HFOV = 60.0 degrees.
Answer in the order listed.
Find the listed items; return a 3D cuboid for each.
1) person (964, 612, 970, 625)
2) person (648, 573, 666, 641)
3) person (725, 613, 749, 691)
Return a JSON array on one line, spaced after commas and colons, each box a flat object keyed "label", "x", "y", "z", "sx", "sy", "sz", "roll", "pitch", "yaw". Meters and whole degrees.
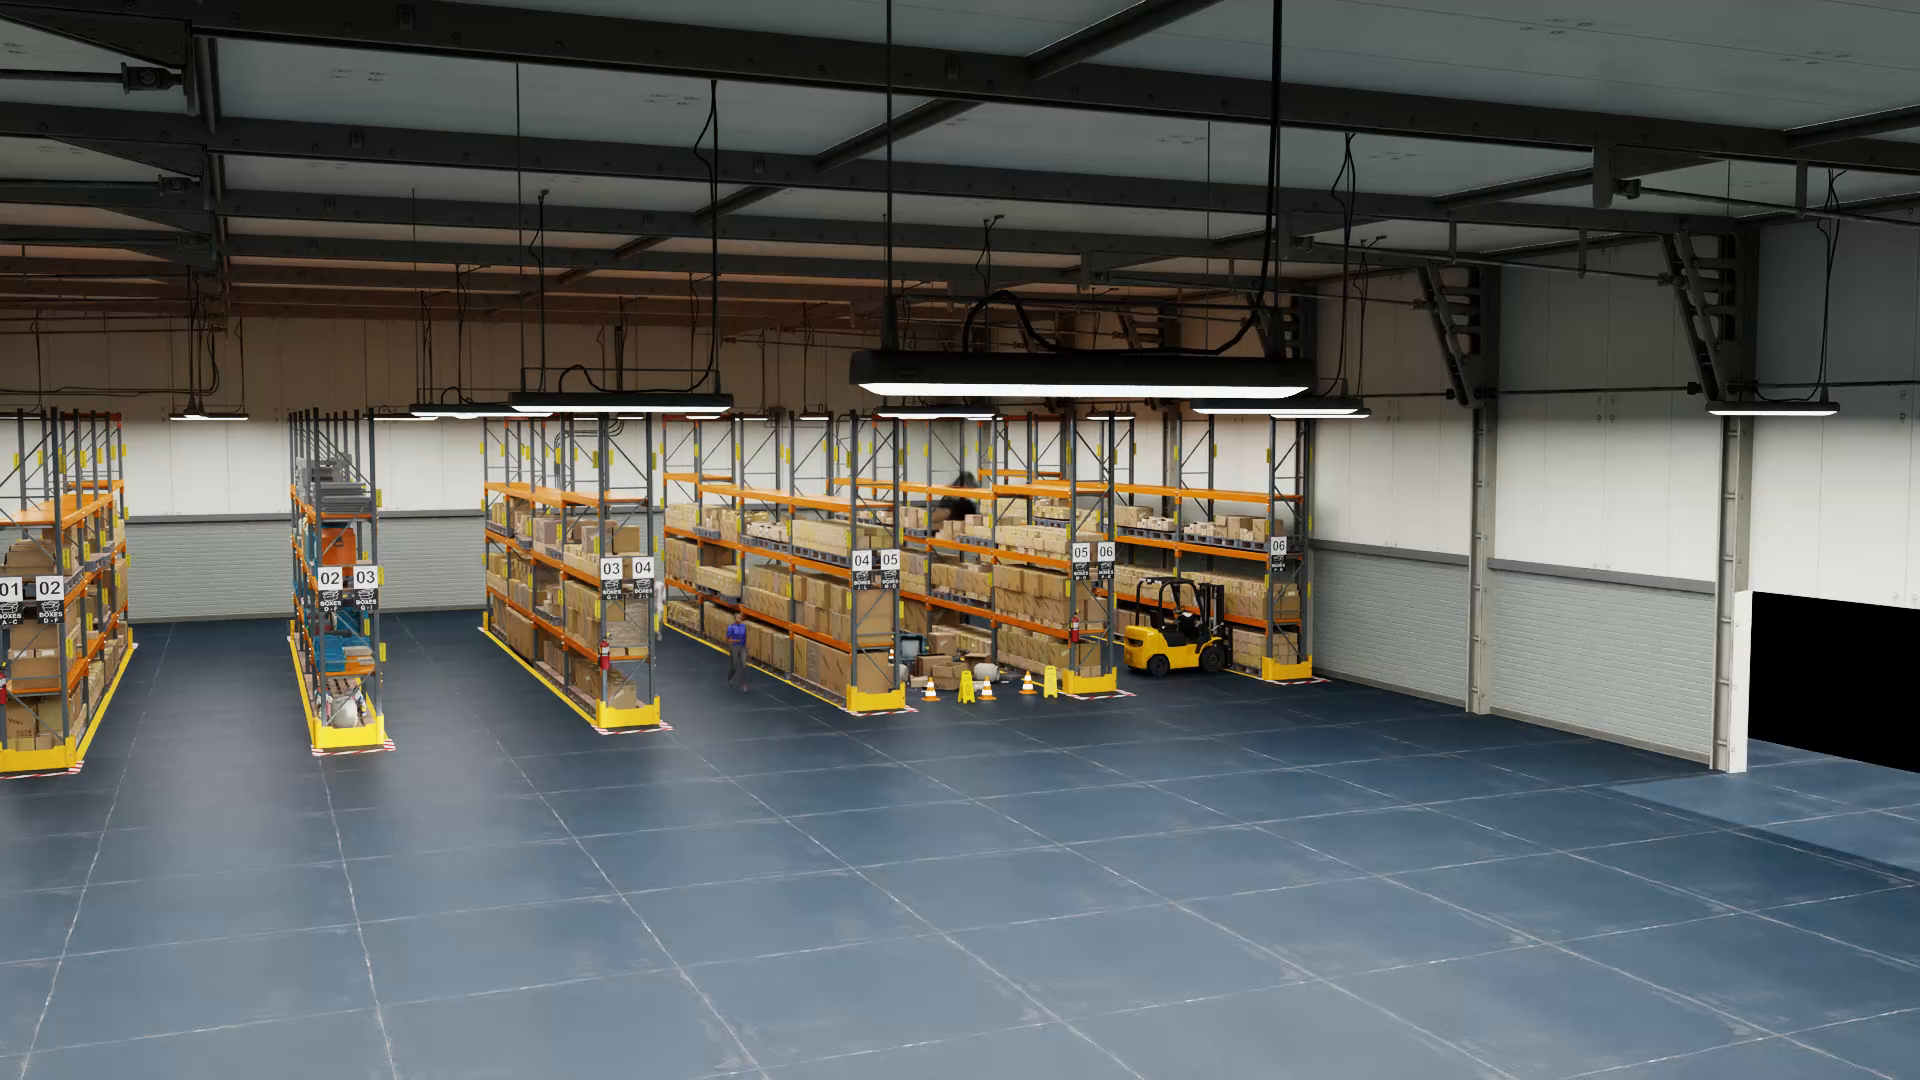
[{"label": "person", "x": 0.135, "y": 1.665, "z": 46.529, "sx": 0.601, "sy": 1.598, "sz": 0.535, "roll": -2, "pitch": 4, "yaw": -27}, {"label": "person", "x": -8.064, "y": 1.771, "z": 43.894, "sx": 0.672, "sy": 1.832, "sz": 0.810, "roll": -1, "pitch": 4, "yaw": -18}, {"label": "person", "x": -4.756, "y": 2.375, "z": 35.644, "sx": 0.586, "sy": 1.645, "sz": 0.891, "roll": -2, "pitch": 5, "yaw": -30}]
